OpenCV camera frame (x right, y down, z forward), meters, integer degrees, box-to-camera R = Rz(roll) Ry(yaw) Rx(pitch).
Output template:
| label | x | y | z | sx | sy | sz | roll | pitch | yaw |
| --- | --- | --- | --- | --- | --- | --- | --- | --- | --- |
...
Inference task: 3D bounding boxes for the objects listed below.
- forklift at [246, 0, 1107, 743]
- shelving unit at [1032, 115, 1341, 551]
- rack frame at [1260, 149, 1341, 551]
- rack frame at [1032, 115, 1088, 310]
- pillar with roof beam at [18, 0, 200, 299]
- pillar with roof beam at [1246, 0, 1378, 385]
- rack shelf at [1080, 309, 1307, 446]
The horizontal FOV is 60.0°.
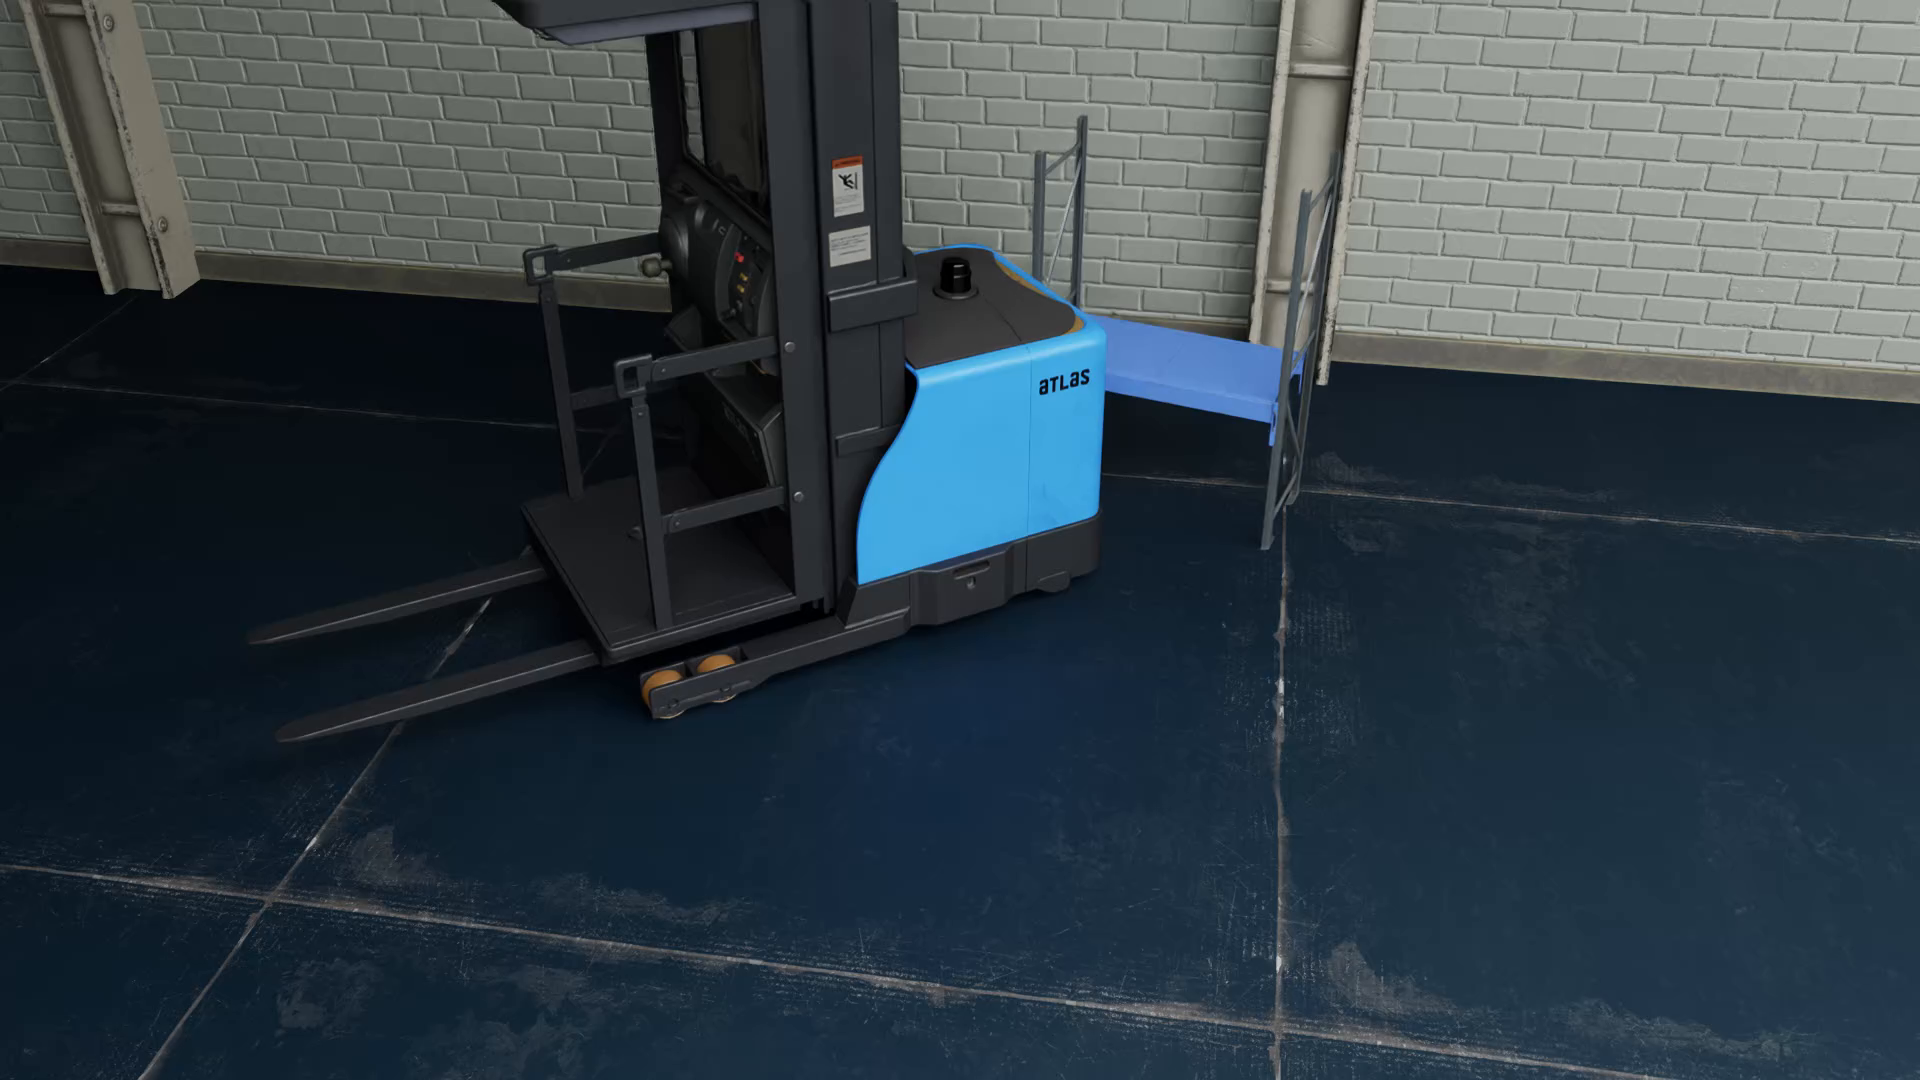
| label | x | y | z | sx | sy | sz | roll | pitch | yaw |
| --- | --- | --- | --- | --- | --- | --- | --- | --- | --- |
| forklift | -1.000 | -0.944 | 5.496 | 3.031 | 2.935 | 1.130 | -16 | 35 | -24 |
| shelving unit | 0.860 | -0.826 | 6.656 | 1.048 | 1.500 | 0.538 | 13 | 34 | 20 |
| rack frame | 1.324 | -0.716 | 6.480 | 0.032 | 1.500 | 0.500 | 13 | 34 | 20 |
| rack frame | 0.395 | -0.935 | 6.831 | 0.032 | 1.500 | 0.500 | 13 | 34 | 20 |
| pillar with roof beam | -5.056 | -2.935 | 2.957 | 0.400 | 9.000 | 9.100 | 5 | 32 | 8 |
| pillar with roof beam | 0.858 | -2.399 | 2.101 | 0.400 | 9.000 | 9.100 | 5 | 32 | 8 |
| rack shelf | 0.859 | -0.673 | 6.751 | 1.000 | 0.185 | 0.538 | 13 | 34 | 20 |
